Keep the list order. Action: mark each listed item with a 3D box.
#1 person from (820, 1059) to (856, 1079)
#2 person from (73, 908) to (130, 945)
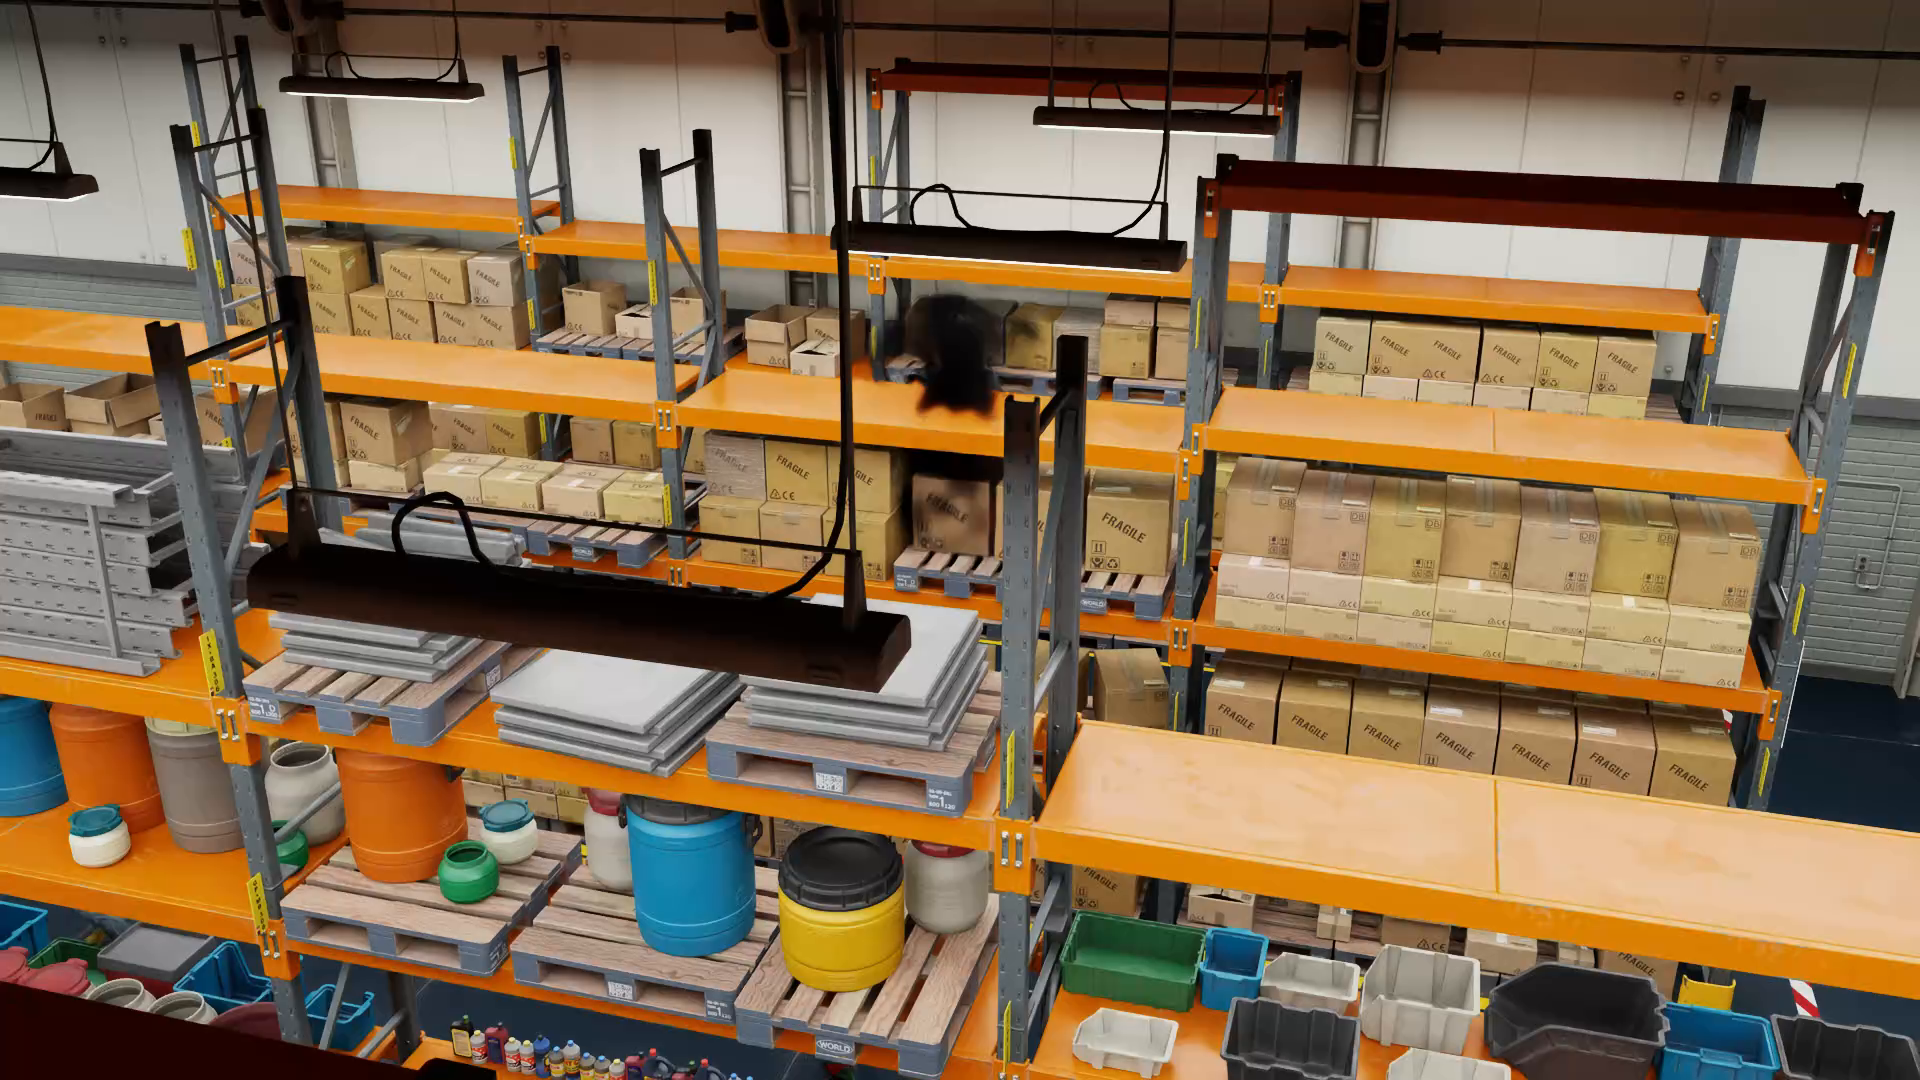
[{"bbox_3d":[-1.048,3.016,11.231,0.717,1.723,0.637,13,26,29],"label":"person"},{"bbox_3d":[-6.760,2.419,12.713,0.619,1.737,0.647,-10,24,-22],"label":"person"}]
